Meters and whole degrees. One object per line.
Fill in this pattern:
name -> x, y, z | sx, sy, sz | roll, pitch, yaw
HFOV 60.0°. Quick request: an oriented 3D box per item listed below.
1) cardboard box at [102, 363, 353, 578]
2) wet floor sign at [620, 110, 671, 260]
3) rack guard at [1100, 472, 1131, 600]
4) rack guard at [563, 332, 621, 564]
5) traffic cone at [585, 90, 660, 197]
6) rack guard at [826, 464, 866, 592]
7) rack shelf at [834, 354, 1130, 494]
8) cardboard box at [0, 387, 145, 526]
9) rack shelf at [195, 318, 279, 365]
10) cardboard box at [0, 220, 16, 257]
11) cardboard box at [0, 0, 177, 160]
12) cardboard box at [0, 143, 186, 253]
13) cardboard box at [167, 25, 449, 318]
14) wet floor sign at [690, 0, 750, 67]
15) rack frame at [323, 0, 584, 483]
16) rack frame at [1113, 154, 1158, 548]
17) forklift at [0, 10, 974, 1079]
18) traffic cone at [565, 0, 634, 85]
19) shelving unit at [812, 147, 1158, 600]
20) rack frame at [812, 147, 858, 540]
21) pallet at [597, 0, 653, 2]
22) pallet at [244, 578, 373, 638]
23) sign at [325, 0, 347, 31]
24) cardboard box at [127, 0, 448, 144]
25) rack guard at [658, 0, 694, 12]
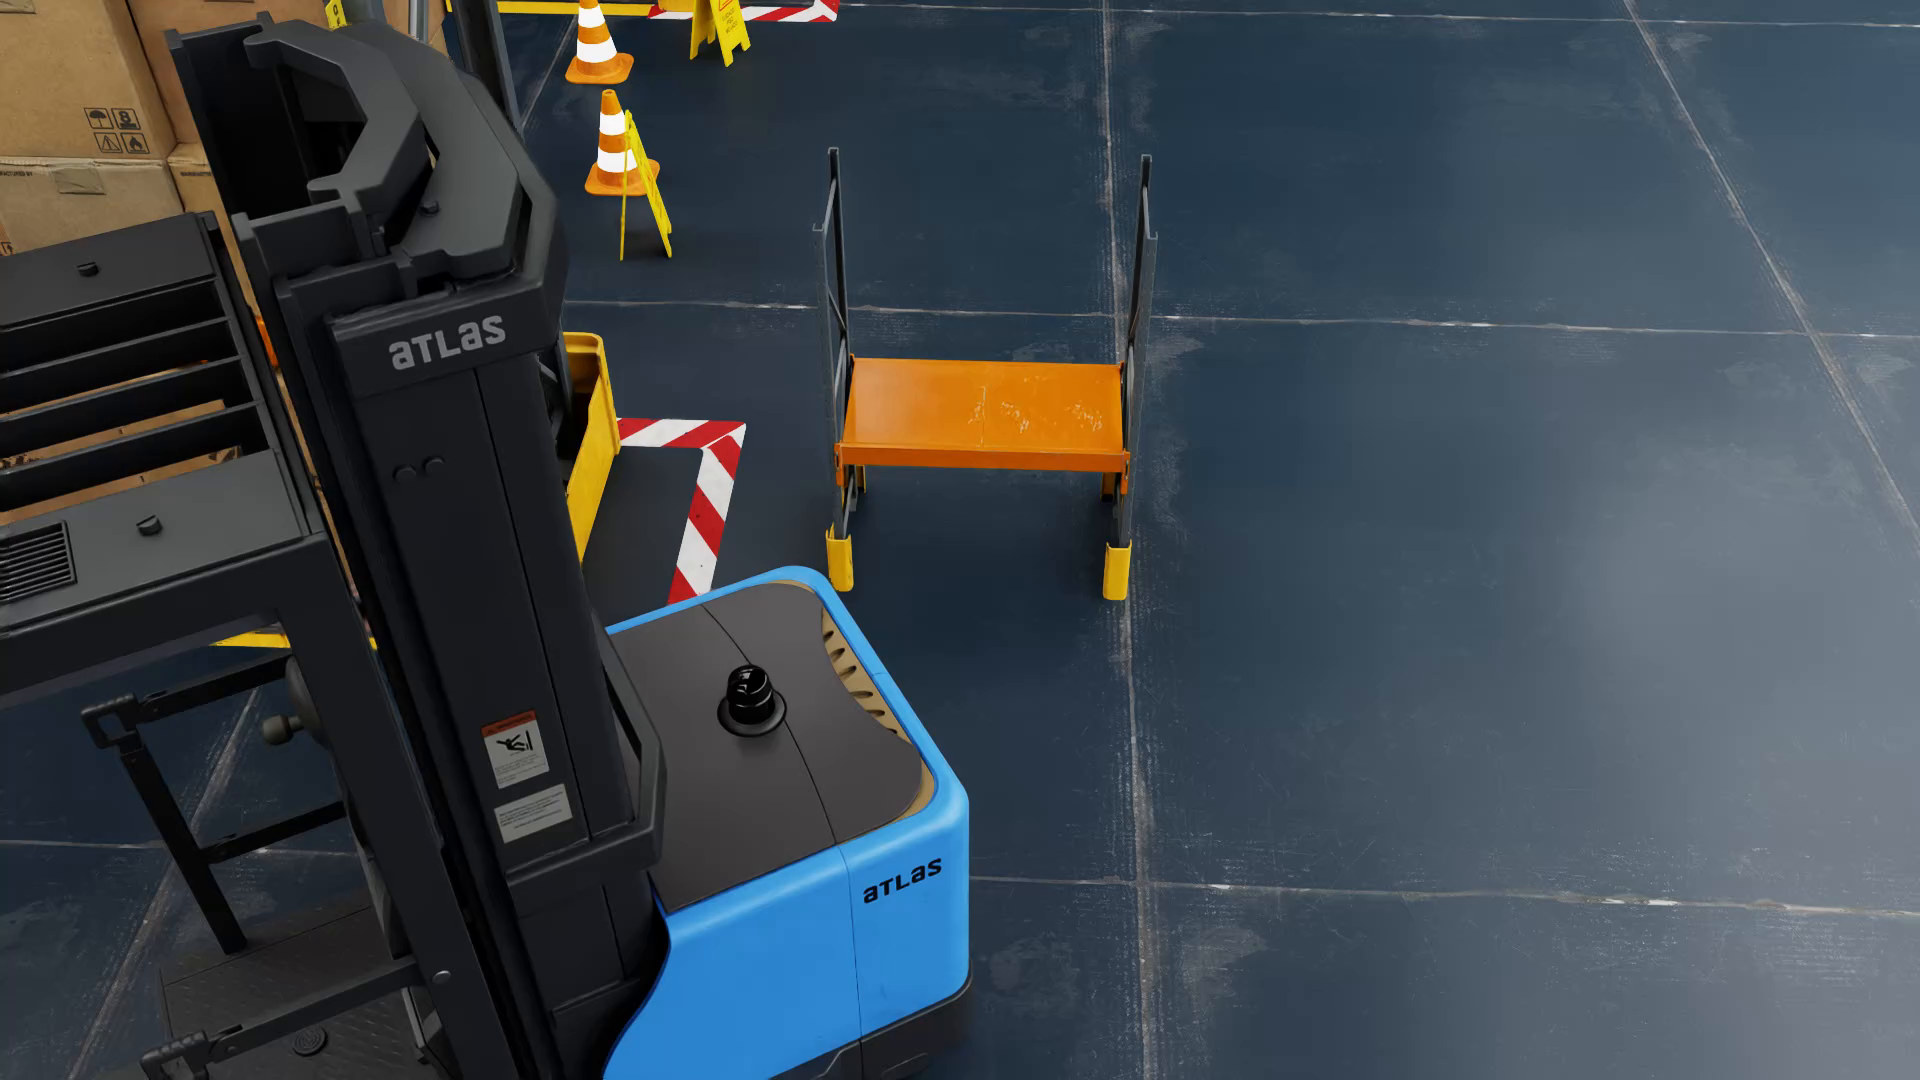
cardboard box -> -2.258, -0.481, 5.817 | 0.875, 0.875, 0.875 | 2, 43, 2
wet floor sign -> -1.459, -1.615, 7.511 | 0.232, 0.644, 0.267 | -5, 43, -5
rack guard -> 0.574, -0.074, 6.146 | 0.087, 0.250, 0.587 | 2, 43, 2
rack guard -> -1.554, -0.214, 6.113 | 0.348, 0.500, 1.175 | 2, 43, 2
traffic cone -> -1.654, -1.943, 7.997 | 0.334, 0.463, 0.336 | 2, 43, 2
rack guard -> -0.421, -0.104, 6.179 | 0.087, 0.250, 0.587 | 2, 43, 2
rack shelf -> 0.085, -0.415, 5.859 | 1.000, 0.185, 0.538 | 2, 43, 2
cardboard box -> -3.137, -0.507, 5.844 | 0.875, 0.875, 0.875 | 1, 43, 1
rack shelf -> -3.576, -0.928, 5.573 | 4.000, 0.370, 1.077 | 2, 43, 2
cardboard box -> -3.055, -1.269, 5.302 | 0.550, 0.550, 0.875 | 2, 43, 2
cardboard box -> -2.500, -1.571, 4.834 | 0.550, 0.550, 0.875 | 2, 43, 2
cardboard box -> -2.501, -1.167, 5.192 | 0.550, 0.550, 0.875 | 2, 43, 2
cardboard box -> -1.950, -1.165, 5.190 | 0.550, 0.550, 0.875 | 2, 43, 2
wet floor sign -> -1.314, -2.907, 8.897 | 0.232, 0.644, 0.267 | 16, 45, 16
rack frame -> -1.578, -1.129, 5.262 | 0.127, 3.000, 1.000 | 2, 43, 2
rack frame -> 0.593, -0.531, 5.719 | 0.032, 1.500, 0.500 | 2, 43, 2
forklift -> -1.512, 0.515, 3.547 | 3.031, 2.935, 1.130 | -19, 46, -20
traffic cone -> -1.943, -2.710, 8.819 | 0.334, 0.463, 0.336 | 2, 43, 2
shelving unit -> 0.076, -0.546, 5.736 | 1.083, 1.500, 0.587 | 2, 43, 2
rack frame -> -0.423, -0.562, 5.753 | 0.032, 1.500, 0.500 | 2, 43, 2
pallet -> -2.341, -3.534, 9.889 | 1.213, 0.211, 1.003 | 2, 43, 2
pallet -> -2.380, -0.080, 6.181 | 1.213, 0.211, 1.003 | 2, 43, 2
sign -> -1.616, -1.271, 4.390 | 0.005, 0.325, 0.100 | 2, 43, 2
cardboard box -> -1.947, -1.617, 4.883 | 0.550, 0.550, 0.875 | 2, 43, 2
rack guard -> -1.531, -3.591, 9.738 | 0.348, 0.500, 1.175 | 2, 43, 2
